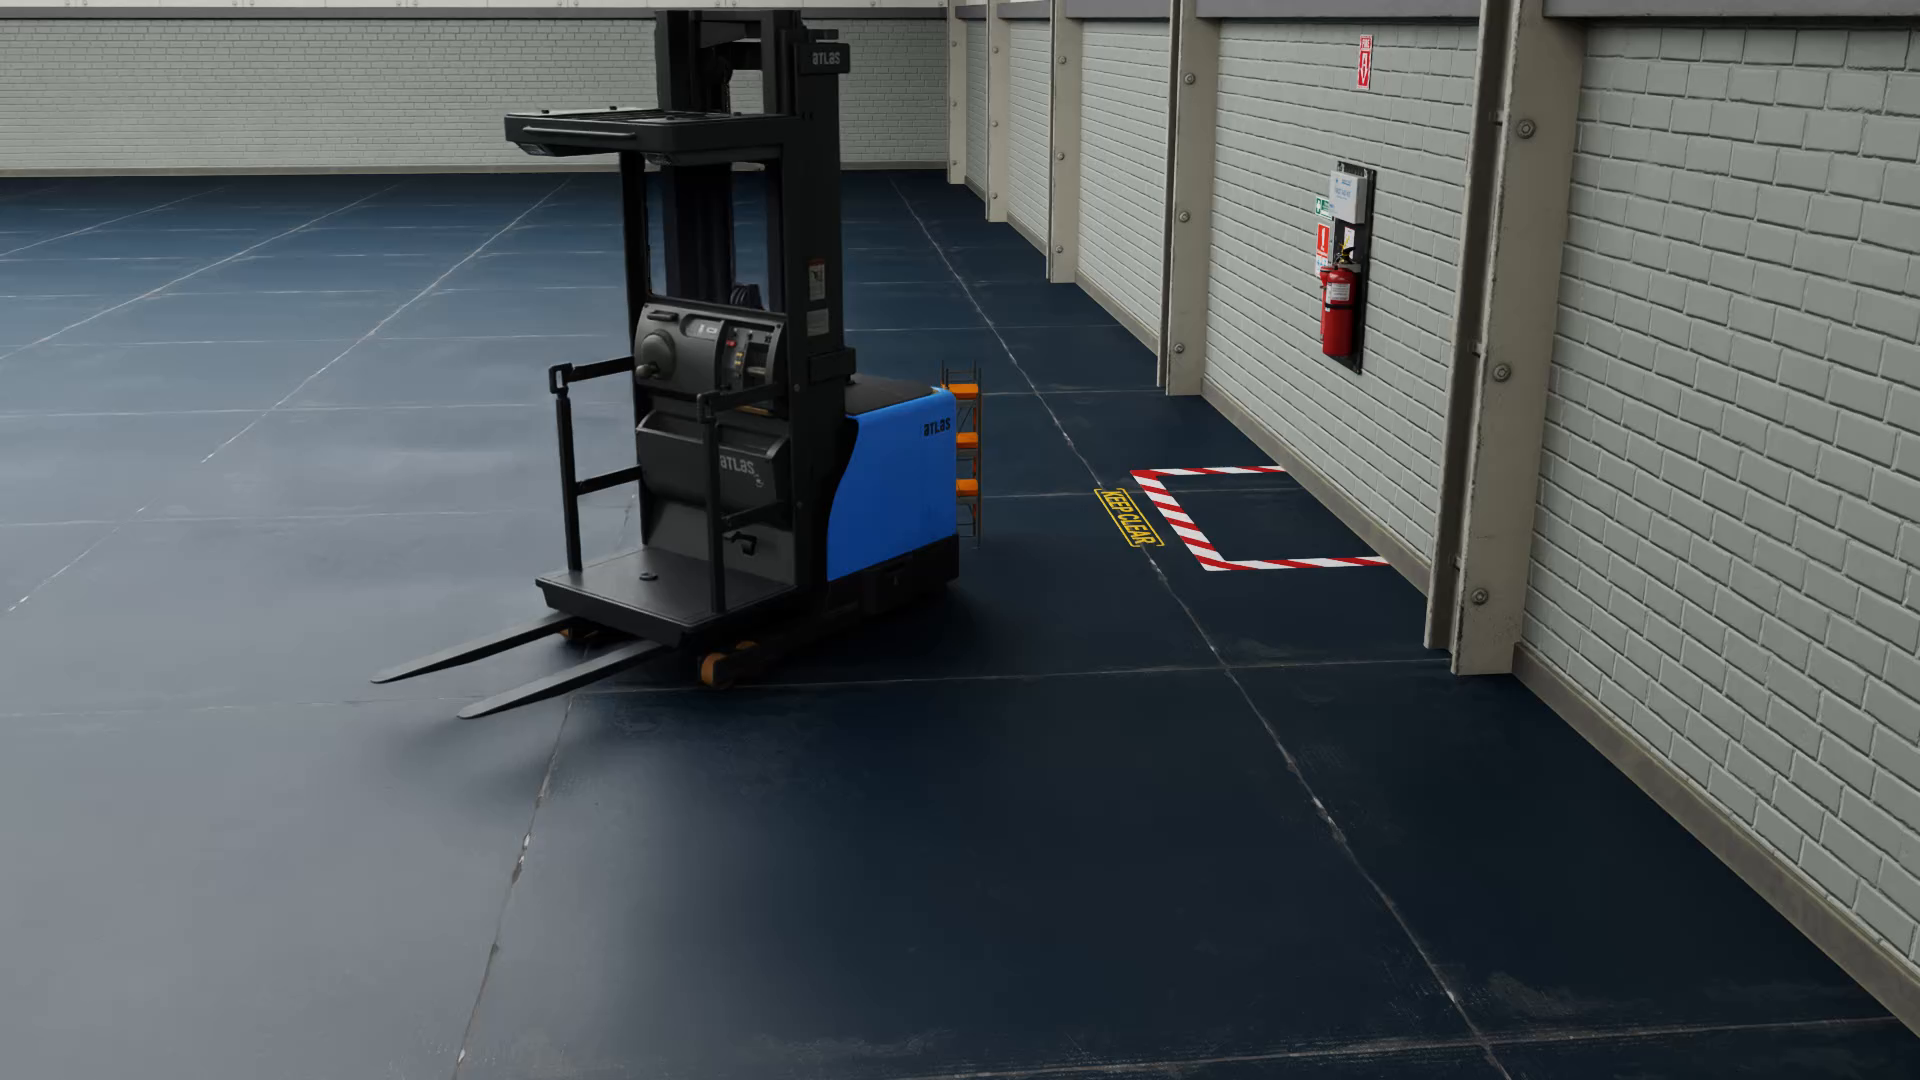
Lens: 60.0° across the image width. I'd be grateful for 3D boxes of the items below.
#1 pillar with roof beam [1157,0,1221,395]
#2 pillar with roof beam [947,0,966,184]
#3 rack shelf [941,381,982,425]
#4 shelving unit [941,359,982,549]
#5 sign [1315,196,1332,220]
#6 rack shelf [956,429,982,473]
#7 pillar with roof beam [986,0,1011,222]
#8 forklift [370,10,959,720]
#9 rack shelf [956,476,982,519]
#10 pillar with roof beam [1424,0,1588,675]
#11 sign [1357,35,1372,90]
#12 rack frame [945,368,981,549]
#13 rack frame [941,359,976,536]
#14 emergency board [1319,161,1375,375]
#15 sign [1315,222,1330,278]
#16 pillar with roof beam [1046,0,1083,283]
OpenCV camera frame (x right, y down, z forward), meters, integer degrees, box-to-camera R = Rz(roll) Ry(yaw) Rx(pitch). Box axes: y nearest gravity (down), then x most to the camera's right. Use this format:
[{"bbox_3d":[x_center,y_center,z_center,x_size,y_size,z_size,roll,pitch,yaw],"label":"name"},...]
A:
[{"bbox_3d":[-2.481,-5.387,11.814,9.100,9.000,0.400,-2,18,-6],"label":"pillar with roof beam"},{"bbox_3d":[-4.337,-10.750,28.896,9.100,9.000,0.400,-2,18,-6],"label":"pillar with roof beam"},{"bbox_3d":[0.006,-0.746,9.387,0.215,0.259,0.240,-2,18,-6],"label":"rack shelf"},{"bbox_3d":[0.006,-0.485,9.469,0.215,1.050,0.252,-2,18,-6],"label":"shelving unit"},{"bbox_3d":[2.241,-2.044,10.236,0.001,0.109,0.331,-2,18,-6],"label":"sign"},{"bbox_3d":[0.006,-0.475,9.472,0.215,0.259,0.240,-2,18,-6],"label":"rack shelf"},{"bbox_3d":[-3.718,-8.963,23.202,9.100,9.000,0.400,-2,18,-6],"label":"pillar with roof beam"},{"bbox_3d":[-1.308,-0.888,7.614,1.130,2.935,3.031,13,22,36],"label":"forklift"},{"bbox_3d":[0.006,-0.210,9.555,0.215,0.259,0.240,-2,18,-6],"label":"rack shelf"},{"bbox_3d":[-1.862,-3.600,6.120,9.100,9.000,0.400,-2,18,-6],"label":"pillar with roof beam"},{"bbox_3d":[2.302,-2.719,9.461,0.001,0.298,0.199,-2,18,-6],"label":"sign"},{"bbox_3d":[0.018,-0.449,9.353,0.200,1.050,0.008,-2,18,-6],"label":"rack frame"},{"bbox_3d":[-0.007,-0.521,9.585,0.200,1.050,0.008,-2,18,-6],"label":"rack frame"},{"bbox_3d":[2.203,-1.608,9.791,0.194,1.169,0.643,-2,18,-6],"label":"emergency board"},{"bbox_3d":[2.249,-1.793,10.320,0.001,0.329,0.234,-2,18,-6],"label":"sign"},{"bbox_3d":[-3.099,-7.175,17.508,9.100,9.000,0.400,-2,18,-6],"label":"pillar with roof beam"}]
